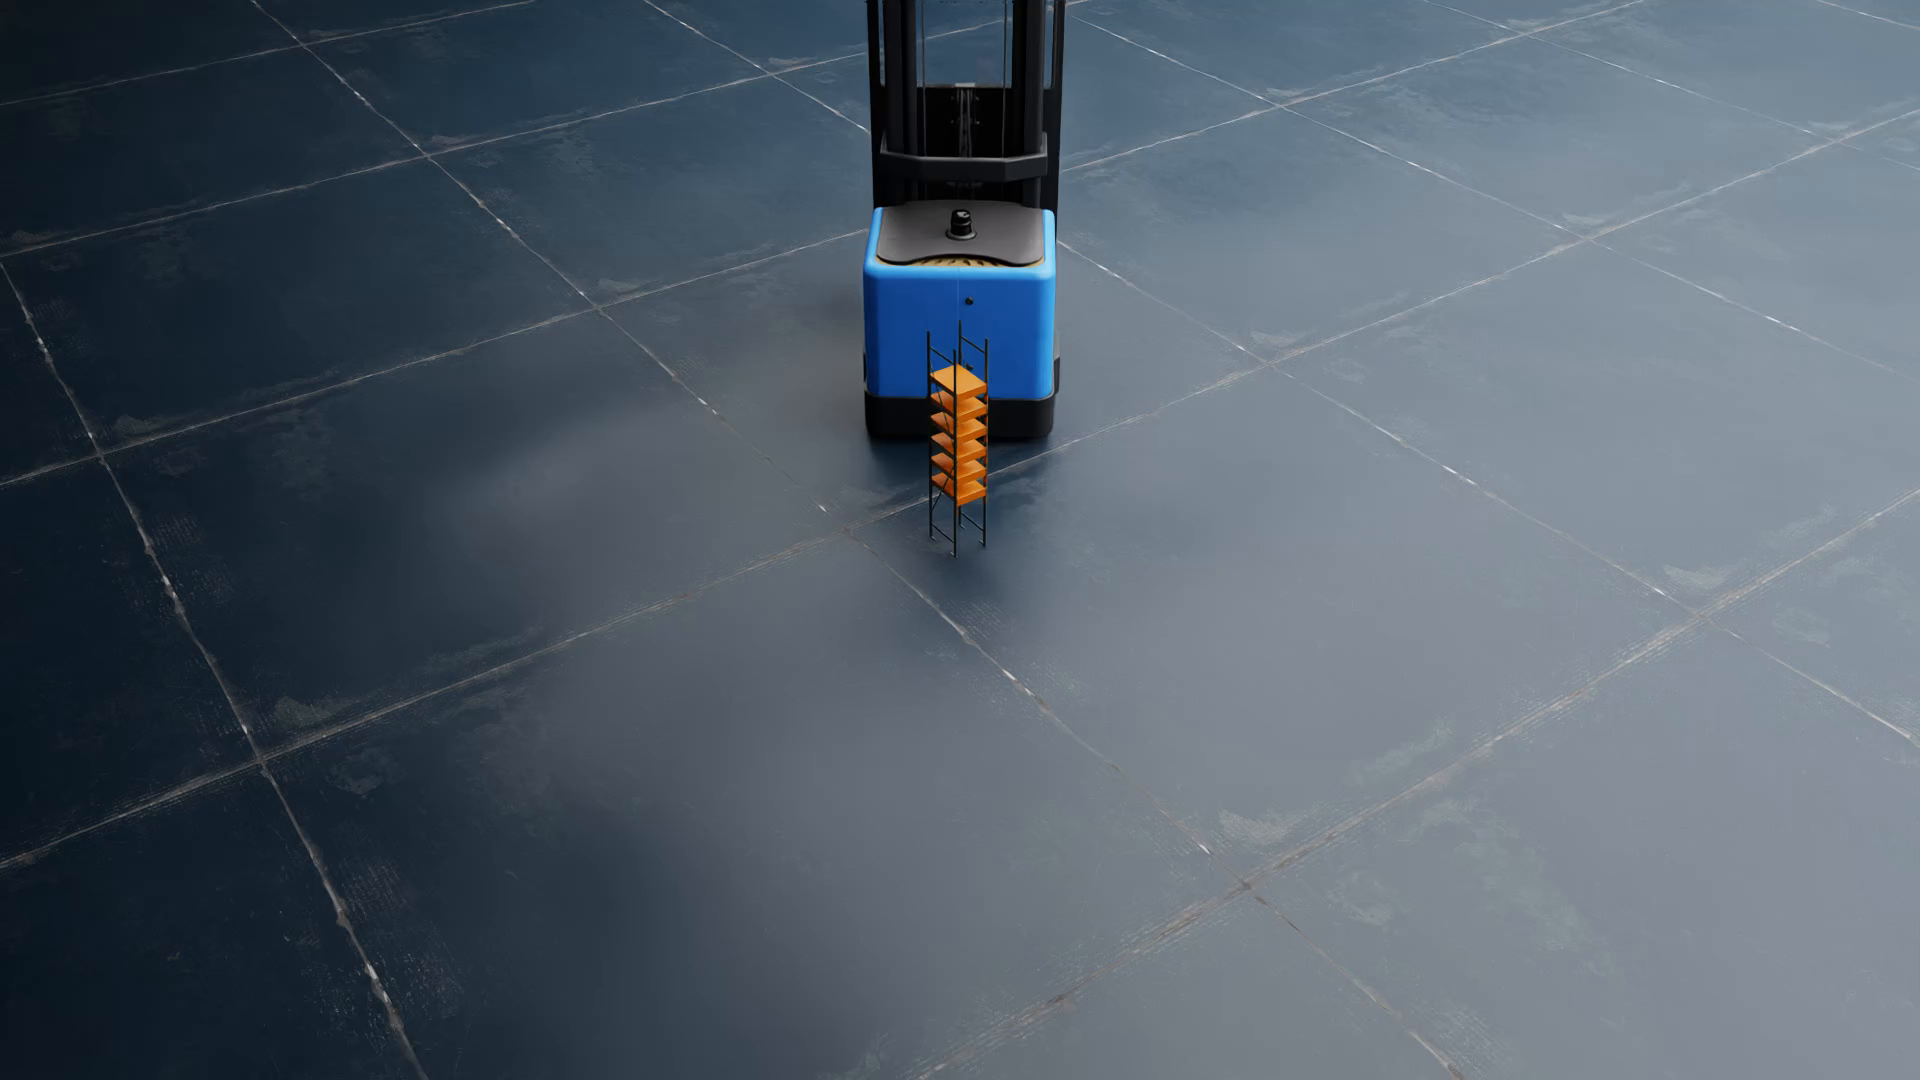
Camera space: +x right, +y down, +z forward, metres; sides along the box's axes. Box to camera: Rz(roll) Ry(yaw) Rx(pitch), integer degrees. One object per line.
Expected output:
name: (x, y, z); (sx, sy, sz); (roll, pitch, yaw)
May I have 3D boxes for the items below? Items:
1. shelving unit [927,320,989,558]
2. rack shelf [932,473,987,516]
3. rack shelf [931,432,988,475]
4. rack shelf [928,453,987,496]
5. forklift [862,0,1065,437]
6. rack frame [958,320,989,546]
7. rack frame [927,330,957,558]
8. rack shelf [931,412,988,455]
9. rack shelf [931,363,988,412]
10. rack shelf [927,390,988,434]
shelving unit: (-0.012, -0.482, 8.206); (0.189, 1.200, 0.258); (-22, 41, -28)
rack shelf: (-0.012, -0.251, 8.372); (0.180, 0.103, 0.258); (-22, 41, -28)
rack shelf: (-0.012, -0.446, 8.232); (0.180, 0.103, 0.258); (-22, 41, -28)
rack shelf: (-0.012, -0.349, 8.302); (0.180, 0.103, 0.258); (-22, 41, -28)
forklift: (0.042, -2.594, 9.660); (1.130, 2.935, 3.031); (1, 36, 2)
rack frame: (0.063, -0.513, 8.249); (0.006, 1.200, 0.240); (-22, 41, -28)
rack frame: (-0.087, -0.451, 8.163); (0.006, 1.200, 0.240); (-22, 41, -28)
rack shelf: (-0.012, -0.544, 8.162); (0.180, 0.103, 0.258); (-22, 41, -28)
rack shelf: (-0.012, -0.738, 8.022); (0.180, 0.103, 0.258); (-22, 41, -28)
rack shelf: (-0.012, -0.641, 8.092); (0.180, 0.103, 0.258); (-22, 41, -28)
